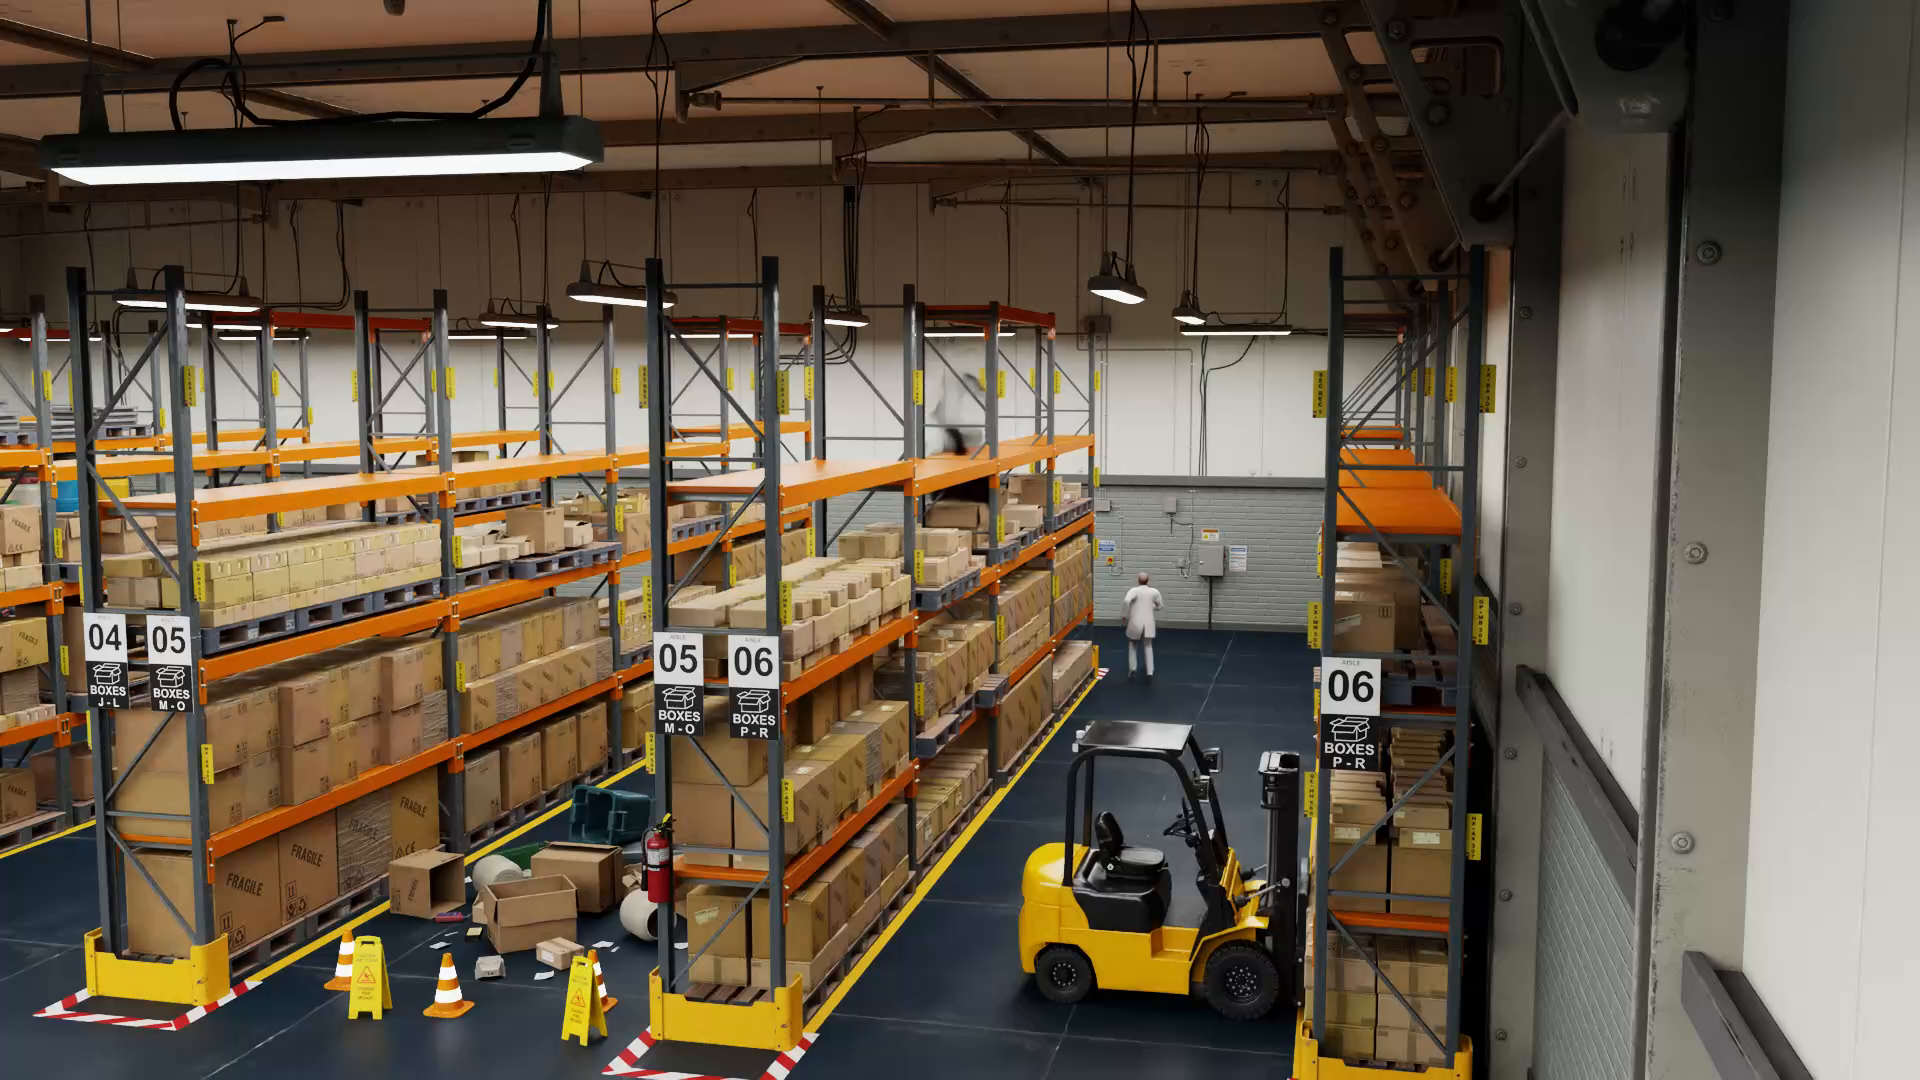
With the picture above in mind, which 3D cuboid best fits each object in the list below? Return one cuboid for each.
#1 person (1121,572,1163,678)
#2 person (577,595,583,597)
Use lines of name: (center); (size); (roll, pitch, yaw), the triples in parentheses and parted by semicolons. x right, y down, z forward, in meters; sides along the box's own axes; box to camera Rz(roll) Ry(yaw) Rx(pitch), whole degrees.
person: (3.049, 1.474, 27.853); (0.748, 1.862, 0.823); (-1, 6, -6)
person: (-6.012, 1.720, 26.476); (0.520, 1.509, 0.856); (1, 6, 7)
